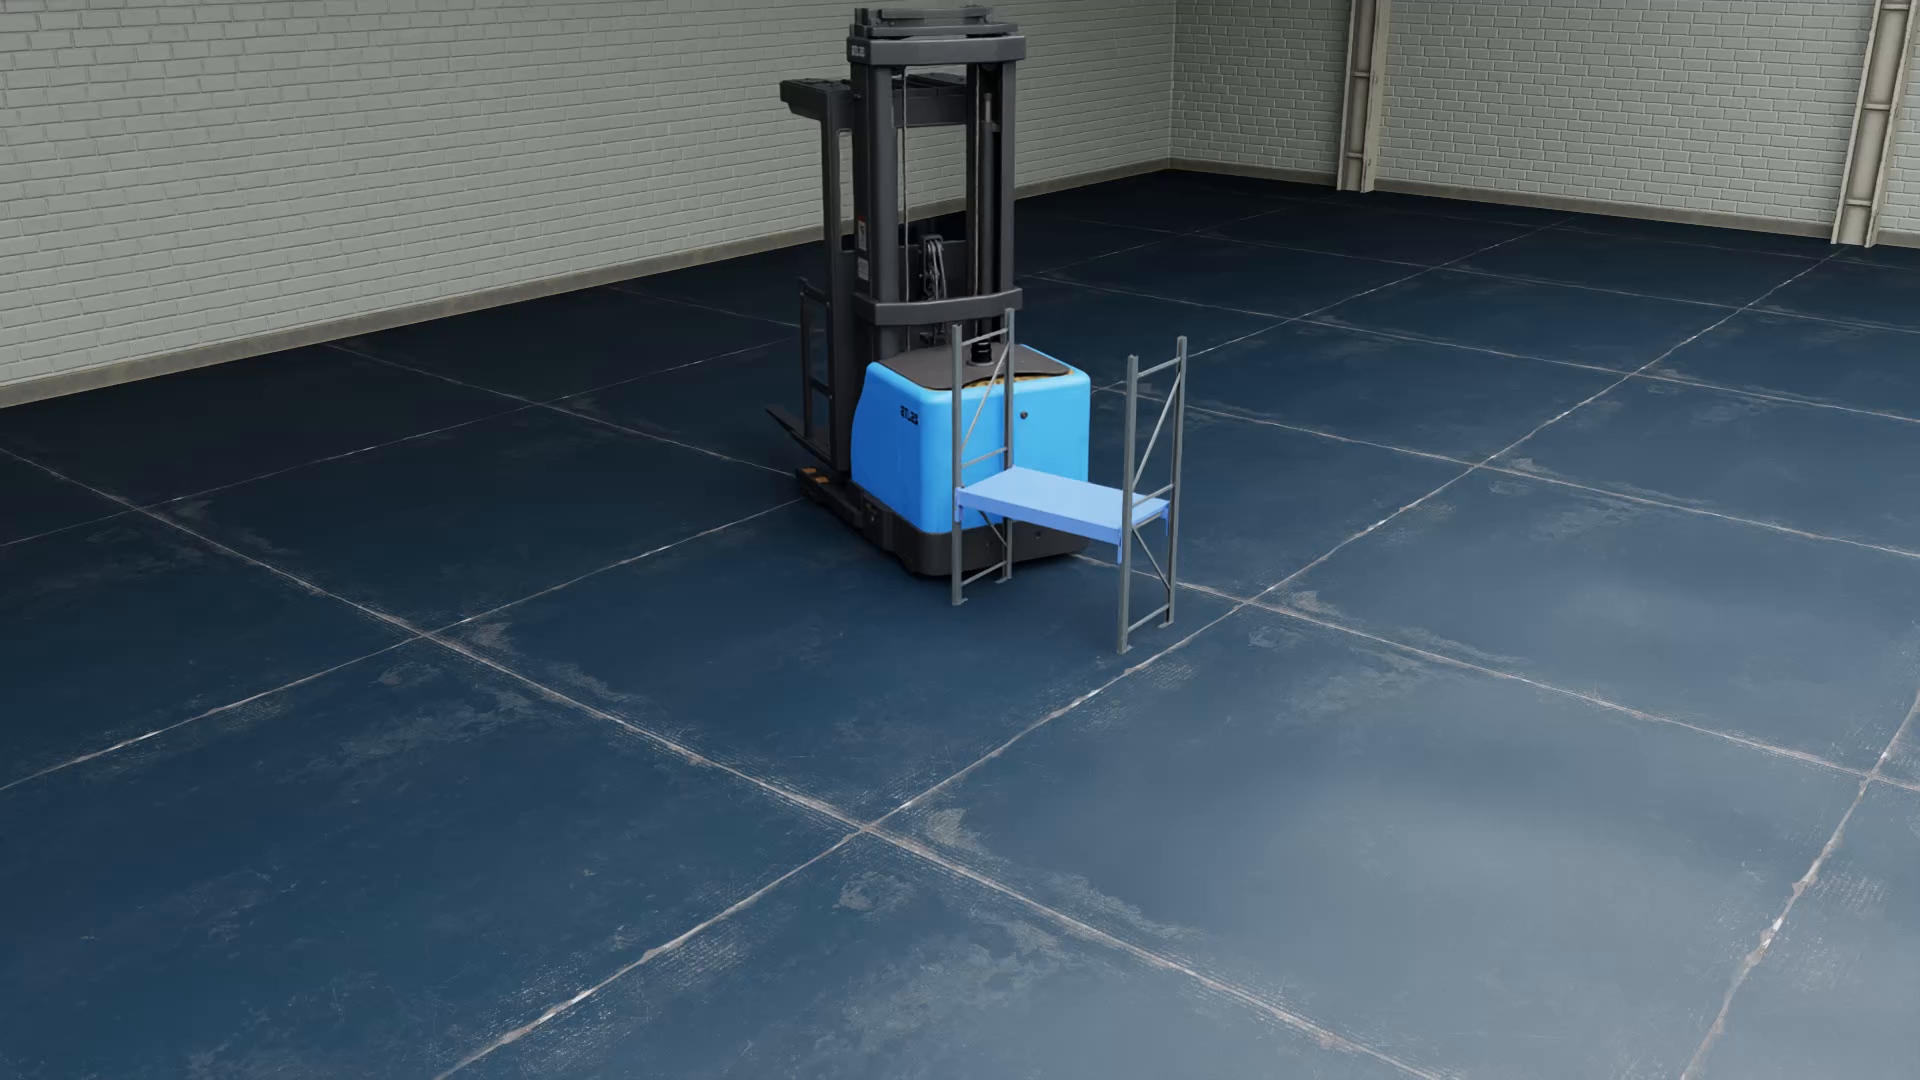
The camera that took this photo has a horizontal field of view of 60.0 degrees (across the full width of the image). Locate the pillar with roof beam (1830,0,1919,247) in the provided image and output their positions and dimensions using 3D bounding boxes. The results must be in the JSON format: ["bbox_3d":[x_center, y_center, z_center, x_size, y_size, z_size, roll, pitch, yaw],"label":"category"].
[{"bbox_3d":[7.133,-6.307,13.640,0.400,9.000,9.100,16,26,36],"label":"pillar with roof beam"}]

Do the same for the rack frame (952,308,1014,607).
[{"bbox_3d":[0.119,-0.424,8.668,0.032,1.500,0.500,15,25,34],"label":"rack frame"}]

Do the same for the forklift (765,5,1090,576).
[{"bbox_3d":[-0.377,-1.659,9.913,1.130,2.935,3.031,-10,23,-24],"label":"forklift"}]

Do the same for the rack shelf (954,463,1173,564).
[{"bbox_3d":[0.526,-0.148,8.446,1.000,0.185,0.538,15,25,34],"label":"rack shelf"}]

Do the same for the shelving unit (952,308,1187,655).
[{"bbox_3d":[0.526,-0.317,8.383,1.048,1.500,0.538,15,25,34],"label":"shelving unit"}]

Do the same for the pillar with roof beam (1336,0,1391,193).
[{"bbox_3d":[2.484,-7.646,17.190,0.400,9.000,9.100,16,26,36],"label":"pillar with roof beam"}]

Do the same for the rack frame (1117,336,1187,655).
[{"bbox_3d":[0.934,-0.209,8.098,0.032,1.500,0.500,15,25,34],"label":"rack frame"}]
